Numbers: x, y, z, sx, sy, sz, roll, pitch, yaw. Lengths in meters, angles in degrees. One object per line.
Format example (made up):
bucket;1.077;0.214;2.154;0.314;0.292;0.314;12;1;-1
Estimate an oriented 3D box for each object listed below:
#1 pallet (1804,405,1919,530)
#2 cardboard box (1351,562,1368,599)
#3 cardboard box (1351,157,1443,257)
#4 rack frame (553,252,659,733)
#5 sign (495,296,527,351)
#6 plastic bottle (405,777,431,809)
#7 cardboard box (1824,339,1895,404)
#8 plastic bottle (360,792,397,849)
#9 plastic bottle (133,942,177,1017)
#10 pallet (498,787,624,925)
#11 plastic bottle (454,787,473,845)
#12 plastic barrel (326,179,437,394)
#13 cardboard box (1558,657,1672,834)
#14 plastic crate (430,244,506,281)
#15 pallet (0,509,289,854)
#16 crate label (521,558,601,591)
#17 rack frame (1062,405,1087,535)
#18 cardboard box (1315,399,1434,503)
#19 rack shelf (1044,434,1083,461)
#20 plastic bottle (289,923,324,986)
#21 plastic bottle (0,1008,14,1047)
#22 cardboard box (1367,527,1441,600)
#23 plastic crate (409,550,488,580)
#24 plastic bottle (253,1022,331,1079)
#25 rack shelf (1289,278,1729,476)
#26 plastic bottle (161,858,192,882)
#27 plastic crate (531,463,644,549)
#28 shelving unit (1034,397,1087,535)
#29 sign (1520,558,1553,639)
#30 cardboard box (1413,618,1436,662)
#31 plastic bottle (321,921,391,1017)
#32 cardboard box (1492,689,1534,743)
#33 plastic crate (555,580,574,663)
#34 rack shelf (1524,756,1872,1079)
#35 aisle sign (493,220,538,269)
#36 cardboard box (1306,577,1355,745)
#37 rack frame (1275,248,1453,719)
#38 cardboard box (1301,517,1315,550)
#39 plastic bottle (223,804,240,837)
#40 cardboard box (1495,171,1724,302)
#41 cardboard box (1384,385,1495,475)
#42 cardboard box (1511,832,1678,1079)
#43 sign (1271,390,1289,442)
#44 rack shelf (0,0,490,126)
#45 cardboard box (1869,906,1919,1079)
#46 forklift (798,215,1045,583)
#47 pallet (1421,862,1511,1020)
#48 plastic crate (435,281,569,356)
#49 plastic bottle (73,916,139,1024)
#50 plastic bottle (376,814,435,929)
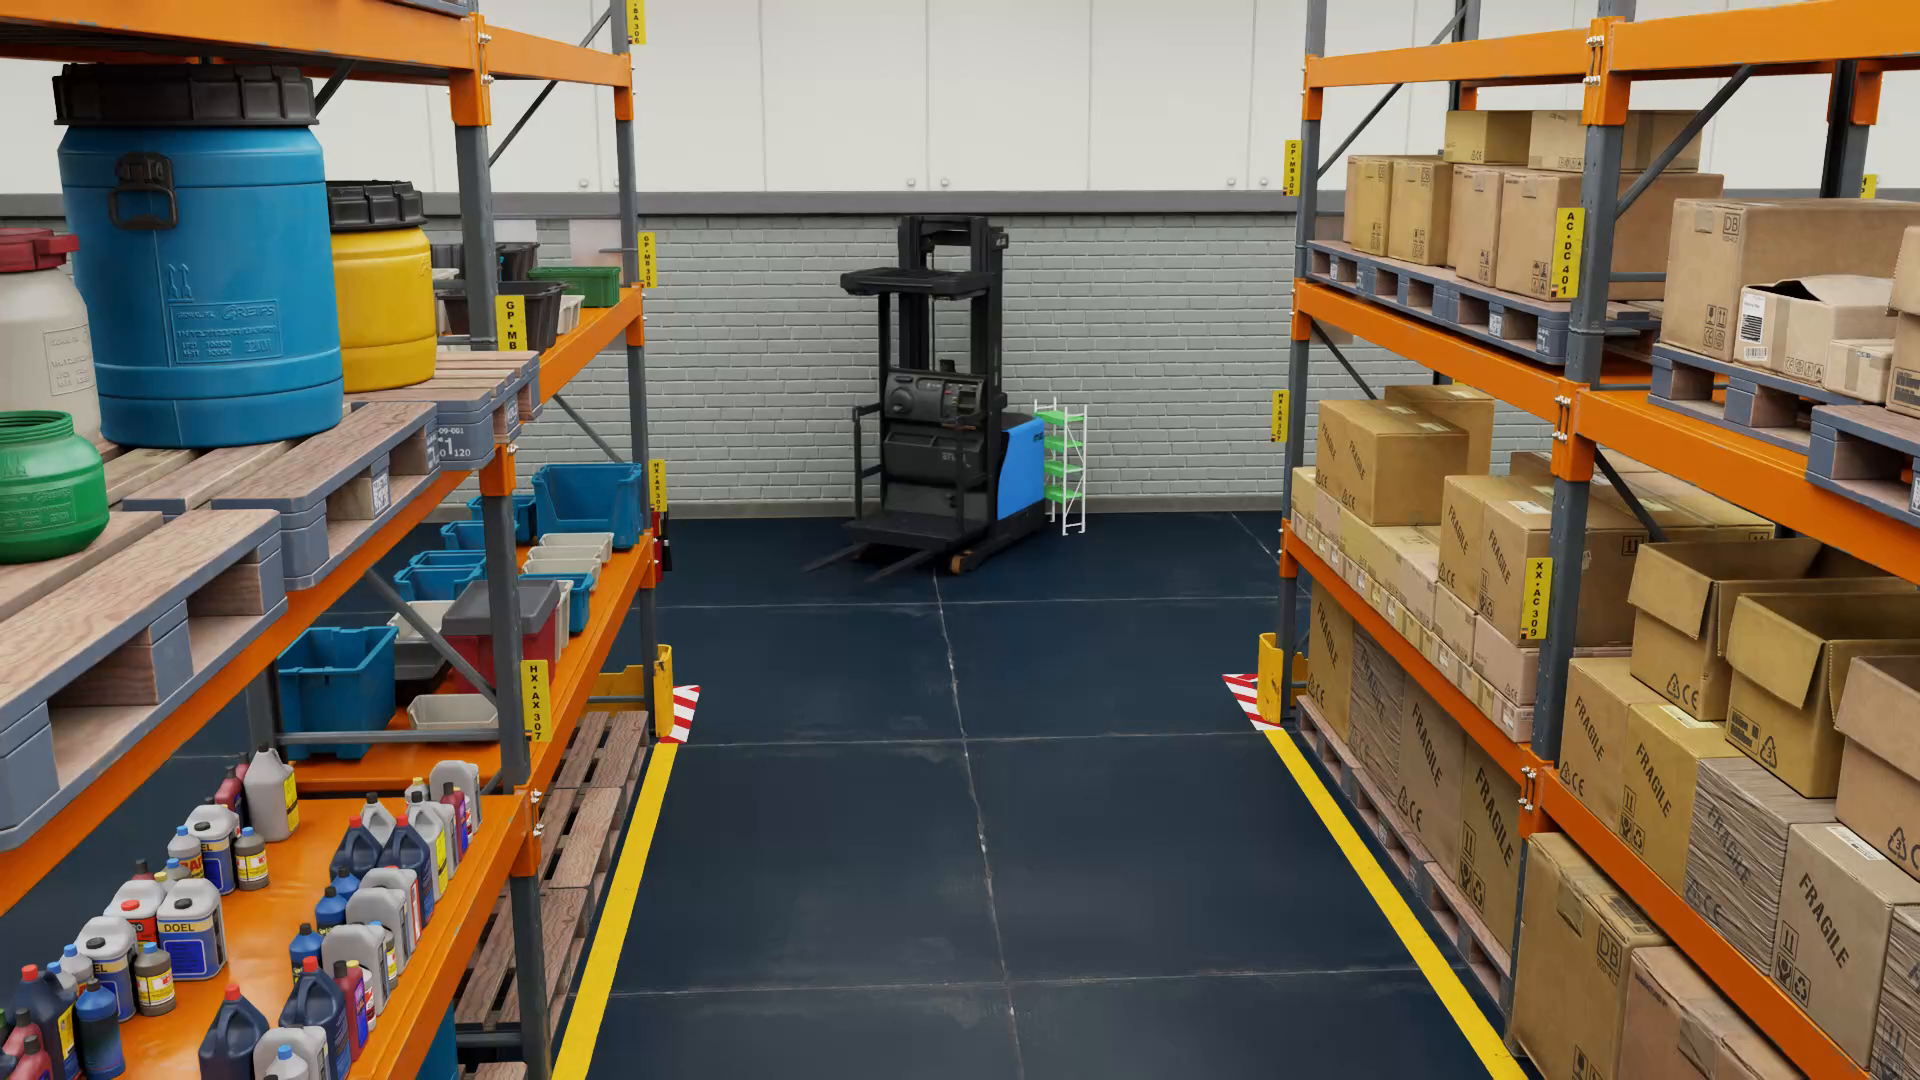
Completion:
pallet;2.872;-0.128;4.085;1.003;0.211;1.213;0;14;-1
cardboard box;2.317;0.216;8.894;0.380;0.149;0.250;-1;14;-4
cardboard box;2.542;-1.801;8.967;0.700;0.500;0.500;-1;14;-5
rack frame;-2.402;-0.242;10.171;1.000;3.000;0.127;-1;14;-3
sign;-1.605;-0.712;5.961;0.100;0.325;0.005;-1;14;-3
plastic bottle;-1.930;0.948;5.943;0.097;0.201;0.097;0;14;0
cardboard box;2.732;-0.486;4.759;0.380;0.149;0.250;-1;15;-6
plastic bottle;-1.914;1.002;5.434;0.144;0.351;0.185;-1;14;-3
plastic bottle;-2.310;1.251;4.766;0.097;0.201;0.097;0;14;0
pallet;-2.317;1.617;8.543;1.003;0.211;1.213;-1;14;-3
plastic bottle;-1.772;0.970;5.858;0.097;0.201;0.097;0;14;0
plastic barrel;-1.895;-0.771;4.985;0.600;0.588;0.600;0;14;0
cardboard box;2.569;0.746;6.130;0.500;0.500;0.500;-1;14;-3
plastic crate;-2.581;-1.281;8.312;0.504;0.338;0.767;-1;14;-3
pallet;-1.856;0.194;2.834;1.003;0.211;1.213;-1;14;-3
crate label;-2.125;0.198;8.871;0.396;0.136;0.243;-1;14;-3
rack frame;1.057;-0.641;15.335;0.240;1.200;0.015;-9;17;-31
cardboard box;2.333;-0.505;9.393;0.500;0.500;0.500;-1;14;-5
rack shelf;0.928;-0.864;15.492;0.258;0.148;0.480;-9;17;-31
plastic bottle;-1.853;1.222;4.739;0.097;0.271;0.097;0;14;0
plastic bottle;-2.447;1.347;4.231;0.061;0.283;0.133;-1;14;-3
cardboard box;2.406;0.117;8.478;0.500;0.250;0.500;-1;14;-5
plastic crate;-2.633;0.204;8.654;0.416;0.233;0.300;-1;14;-3
plastic bottle;-1.696;1.350;4.232;0.152;0.276;0.135;-1;14;-3
rack shelf;2.666;-0.925;8.251;1.077;0.370;4.000;-1;14;-3
plastic bottle;-2.497;1.114;5.298;0.097;0.201;0.097;0;14;0
plastic crate;-2.194;-0.208;9.847;0.616;0.435;0.499;-1;14;-3
shelving unit;0.928;-0.693;15.535;0.258;1.200;0.503;-9;17;-31
sign;2.236;0.228;6.450;0.100;0.325;0.005;-1;14;-3
cardboard box;2.380;0.471;7.903;0.380;0.149;0.250;-1;14;-2
plastic bottle;-1.730;1.213;4.764;0.152;0.276;0.135;-1;14;-3
cardboard box;2.444;0.727;6.908;0.380;0.149;0.250;-1;14;-3
plastic crate;-2.064;0.398;7.799;0.437;0.282;0.530;-1;14;-3
rack shelf;2.914;1.522;4.759;1.077;0.370;4.000;-1;14;-3
aisle sign;-2.702;-1.514;9.899;0.394;0.787;0.004;-1;14;-3
cardboard box;2.661;0.665;10.067;0.875;0.875;0.875;-1;14;-3
rack frame;2.542;-0.319;10.469;1.000;3.000;0.127;-1;14;-3
cardboard box;2.252;-0.040;9.889;0.380;0.149;0.250;-1;14;-4
plastic bottle;-2.523;1.008;5.710;0.097;0.201;0.097;0;14;0
cardboard box;2.681;-1.270;6.904;0.700;0.500;0.500;-2;15;-7
cardboard box;2.834;-0.636;9.902;0.500;0.500;0.500;-1;14;-3
cardboard box;2.849;1.661;6.197;1.225;0.875;0.875;-1;14;-3
sign;1.988;-0.769;10.323;0.100;0.325;0.005;-1;14;-3
rack shelf;-2.030;-1.113;3.764;1.077;0.370;4.000;-1;14;-3
cardboard box;2.699;1.250;4.169;0.500;0.500;0.500;-1;14;-5
forklift;-0.321;-1.247;14.214;1.130;2.935;3.031;7;16;26
pallet;2.821;1.836;7.689;1.003;0.211;1.213;-1;14;-3
plastic crate;-1.957;-0.950;7.165;0.497;0.269;0.590;-1;14;-3
plastic bottle;-2.434;1.222;4.731;0.152;0.276;0.135;-1;14;-3
plastic bottle;-1.759;1.046;5.264;0.144;0.351;0.185;-1;14;-3
